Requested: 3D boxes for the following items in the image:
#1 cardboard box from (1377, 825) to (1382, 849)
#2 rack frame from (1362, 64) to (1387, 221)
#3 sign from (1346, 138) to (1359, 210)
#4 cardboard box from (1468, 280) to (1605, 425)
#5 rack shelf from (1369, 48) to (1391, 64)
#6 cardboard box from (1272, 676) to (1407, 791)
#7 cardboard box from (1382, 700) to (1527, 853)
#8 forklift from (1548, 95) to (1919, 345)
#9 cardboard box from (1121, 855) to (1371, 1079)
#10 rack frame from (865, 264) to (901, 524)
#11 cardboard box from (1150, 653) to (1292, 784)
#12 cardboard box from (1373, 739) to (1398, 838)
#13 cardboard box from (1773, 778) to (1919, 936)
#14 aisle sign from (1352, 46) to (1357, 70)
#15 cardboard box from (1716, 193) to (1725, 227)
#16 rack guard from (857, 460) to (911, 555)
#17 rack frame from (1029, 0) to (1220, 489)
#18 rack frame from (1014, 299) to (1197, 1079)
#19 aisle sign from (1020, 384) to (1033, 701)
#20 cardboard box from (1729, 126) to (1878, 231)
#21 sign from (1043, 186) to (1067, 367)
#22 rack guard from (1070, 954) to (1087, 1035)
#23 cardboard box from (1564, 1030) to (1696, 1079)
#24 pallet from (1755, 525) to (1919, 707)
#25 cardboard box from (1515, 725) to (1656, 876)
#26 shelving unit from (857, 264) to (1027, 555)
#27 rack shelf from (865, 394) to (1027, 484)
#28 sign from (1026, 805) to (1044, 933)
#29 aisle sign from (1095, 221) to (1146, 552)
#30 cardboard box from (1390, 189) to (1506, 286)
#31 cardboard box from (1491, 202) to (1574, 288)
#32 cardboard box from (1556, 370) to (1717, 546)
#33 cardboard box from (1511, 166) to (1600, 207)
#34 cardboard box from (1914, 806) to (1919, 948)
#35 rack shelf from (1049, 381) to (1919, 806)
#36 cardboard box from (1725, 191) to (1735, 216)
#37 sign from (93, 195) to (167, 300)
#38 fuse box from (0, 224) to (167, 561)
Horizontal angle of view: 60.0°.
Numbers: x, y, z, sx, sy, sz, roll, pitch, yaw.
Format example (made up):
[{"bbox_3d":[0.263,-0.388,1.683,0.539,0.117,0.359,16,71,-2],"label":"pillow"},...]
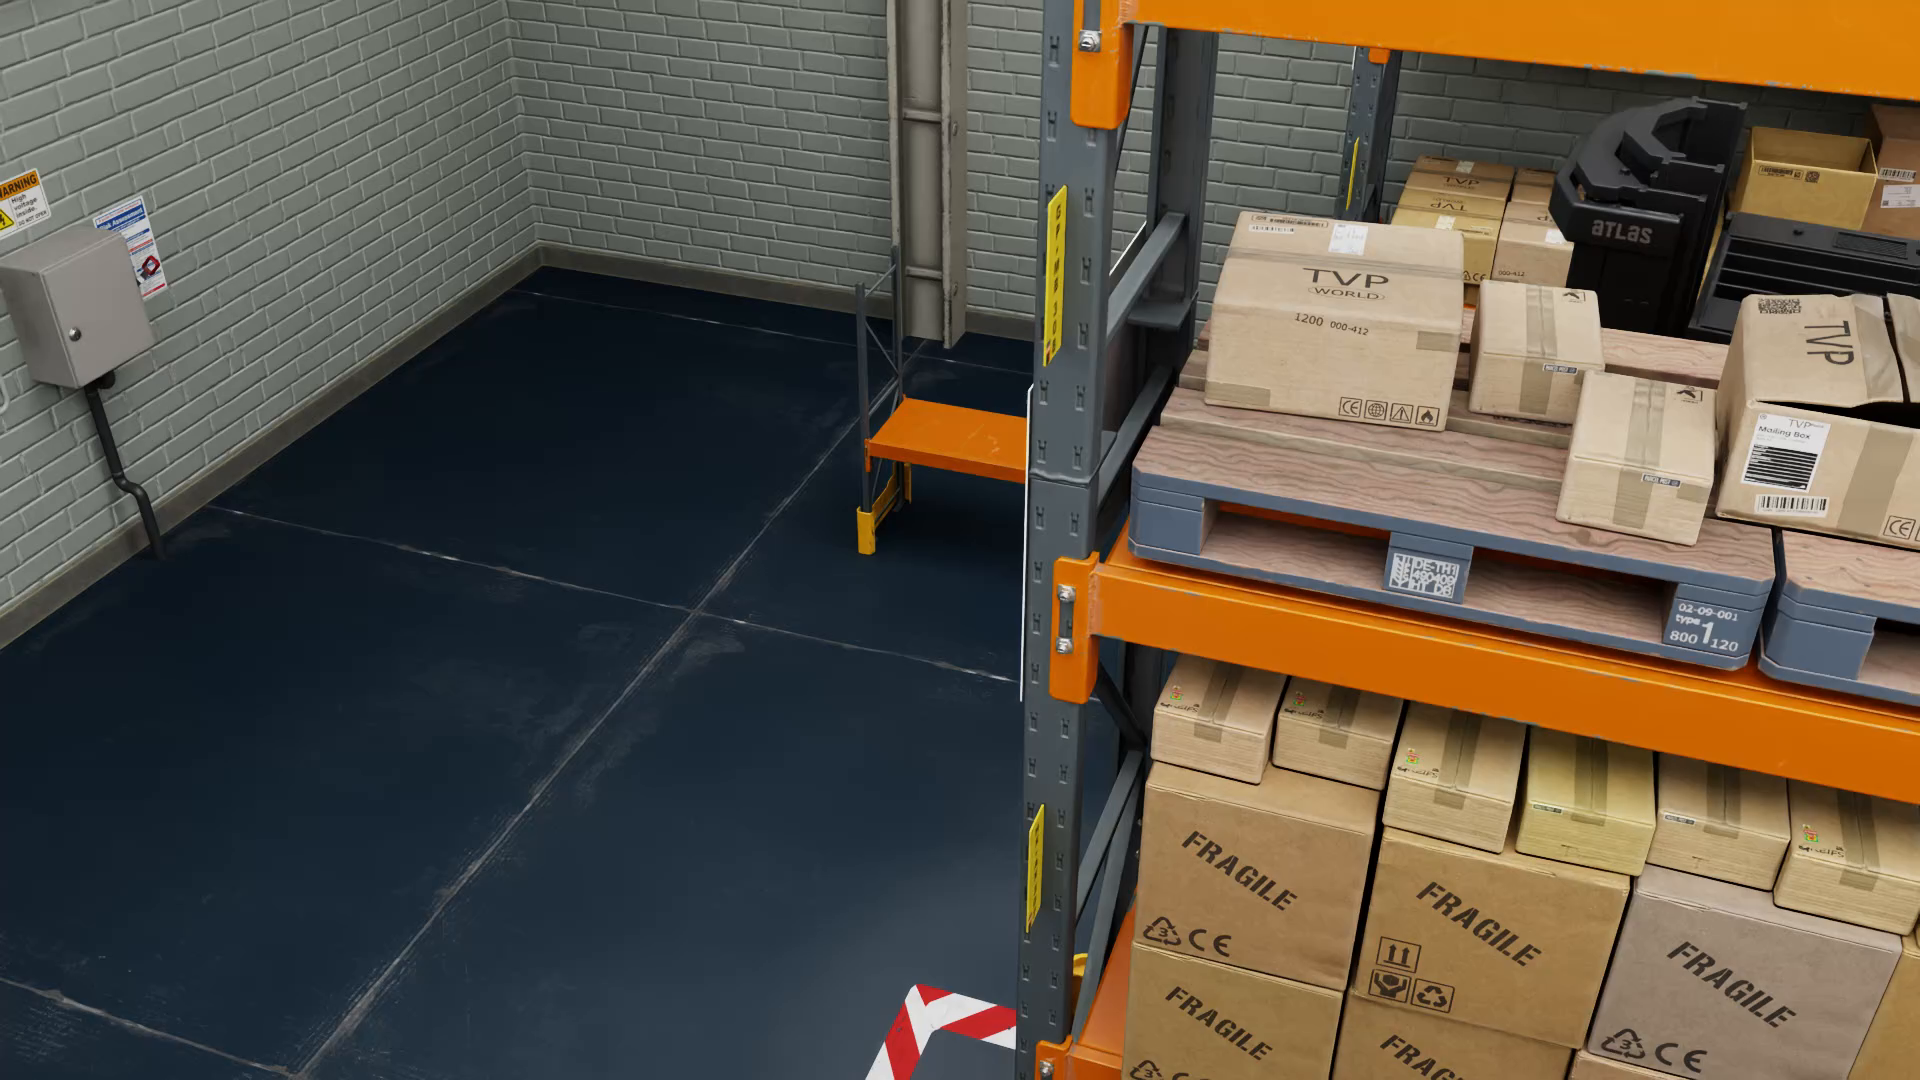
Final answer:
[{"bbox_3d":[1.380,0.900,4.498,0.500,0.500,0.500,10,34,15],"label":"cardboard box"},{"bbox_3d":[2.040,-1.644,8.531,0.053,2.616,0.949,11,34,16],"label":"rack frame"},{"bbox_3d":[1.858,-1.732,7.869,0.005,0.325,0.100,11,34,16],"label":"sign"},{"bbox_3d":[1.245,-0.411,3.608,0.250,0.149,0.380,8,34,13],"label":"cardboard box"},{"bbox_3d":[3.924,-2.237,7.348,4.000,0.370,1.077,11,34,16],"label":"rack shelf"},{"bbox_3d":[0.881,0.373,3.795,0.250,0.149,0.380,12,35,18],"label":"cardboard box"},{"bbox_3d":[1.087,0.479,3.630,0.250,0.149,0.380,12,35,18],"label":"cardboard box"},{"bbox_3d":[2.796,0.010,6.032,3.031,2.935,1.130,16,36,23],"label":"forklift"},{"bbox_3d":[0.725,1.082,4.216,0.500,0.500,0.500,11,34,16],"label":"cardboard box"},{"bbox_3d":[-0.398,-0.708,8.464,0.013,1.308,0.475,11,34,16],"label":"rack frame"},{"bbox_3d":[0.611,0.361,3.813,0.250,0.149,0.380,12,35,17],"label":"cardboard box"},{"bbox_3d":[0.904,0.394,4.360,0.500,0.500,0.500,12,35,18],"label":"cardboard box"},{"bbox_3d":[1.827,0.606,3.433,0.250,0.149,0.380,11,35,17],"label":"cardboard box"},{"bbox_3d":[1.878,-2.600,7.615,0.004,0.787,0.394,11,34,16],"label":"aisle sign"},{"bbox_3d":[3.513,-1.571,8.281,0.500,0.250,0.500,12,35,18],"label":"cardboard box"},{"bbox_3d":[-0.397,-0.182,8.802,0.087,0.250,0.587,11,34,16],"label":"rack guard"},{"bbox_3d":[0.370,-1.631,2.979,0.127,3.000,1.000,11,34,16],"label":"rack frame"},{"bbox_3d":[0.370,0.890,4.607,0.127,3.000,1.000,11,34,16],"label":"rack frame"},{"bbox_3d":[0.204,-0.068,3.692,0.004,0.787,0.394,11,34,16],"label":"aisle sign"},{"bbox_3d":[3.789,-1.528,7.523,0.500,0.500,0.500,12,35,18],"label":"cardboard box"},{"bbox_3d":[0.177,-0.489,3.097,0.005,0.325,0.100,11,34,16],"label":"sign"},{"bbox_3d":[0.347,1.935,5.291,0.348,0.500,1.175,11,34,16],"label":"rack guard"},{"bbox_3d":[1.683,1.263,3.937,0.500,0.500,0.500,11,34,16],"label":"cardboard box"},{"bbox_3d":[2.224,0.020,3.271,1.213,0.211,1.003,11,34,16],"label":"pallet"},{"bbox_3d":[1.341,0.518,3.570,0.250,0.149,0.380,10,34,15],"label":"cardboard box"},{"bbox_3d":[0.072,-0.616,8.322,1.083,1.500,0.587,11,34,16],"label":"shelving unit"},{"bbox_3d":[0.080,-0.463,8.417,1.000,0.185,0.538,11,34,16],"label":"rack shelf"},{"bbox_3d":[0.177,0.775,3.913,0.005,0.325,0.100,11,34,16],"label":"sign"},{"bbox_3d":[0.407,-0.374,4.167,0.004,0.787,0.394,11,34,16],"label":"aisle sign"},{"bbox_3d":[2.377,-1.487,8.151,0.500,0.250,0.500,11,34,17],"label":"cardboard box"},{"bbox_3d":[2.852,-1.395,8.009,0.500,0.250,0.500,11,35,17],"label":"cardboard box"},{"bbox_3d":[1.316,-0.167,3.230,0.250,0.149,0.380,12,35,18],"label":"cardboard box"},{"bbox_3d":[3.048,-1.664,8.426,0.500,0.250,0.500,11,34,17],"label":"cardboard box"},{"bbox_3d":[2.056,0.667,3.340,0.250,0.149,0.380,10,34,15],"label":"cardboard box"},{"bbox_3d":[2.252,0.298,3.421,4.000,0.370,1.077,11,34,16],"label":"rack shelf"},{"bbox_3d":[4.005,-1.475,8.133,0.500,0.250,0.500,11,34,16],"label":"cardboard box"},{"bbox_3d":[-4.129,-1.426,8.281,0.001,0.494,0.329,11,34,16],"label":"sign"},{"bbox_3d":[-4.100,-0.635,8.156,0.414,1.711,0.539,11,34,16],"label":"fuse box"}]
